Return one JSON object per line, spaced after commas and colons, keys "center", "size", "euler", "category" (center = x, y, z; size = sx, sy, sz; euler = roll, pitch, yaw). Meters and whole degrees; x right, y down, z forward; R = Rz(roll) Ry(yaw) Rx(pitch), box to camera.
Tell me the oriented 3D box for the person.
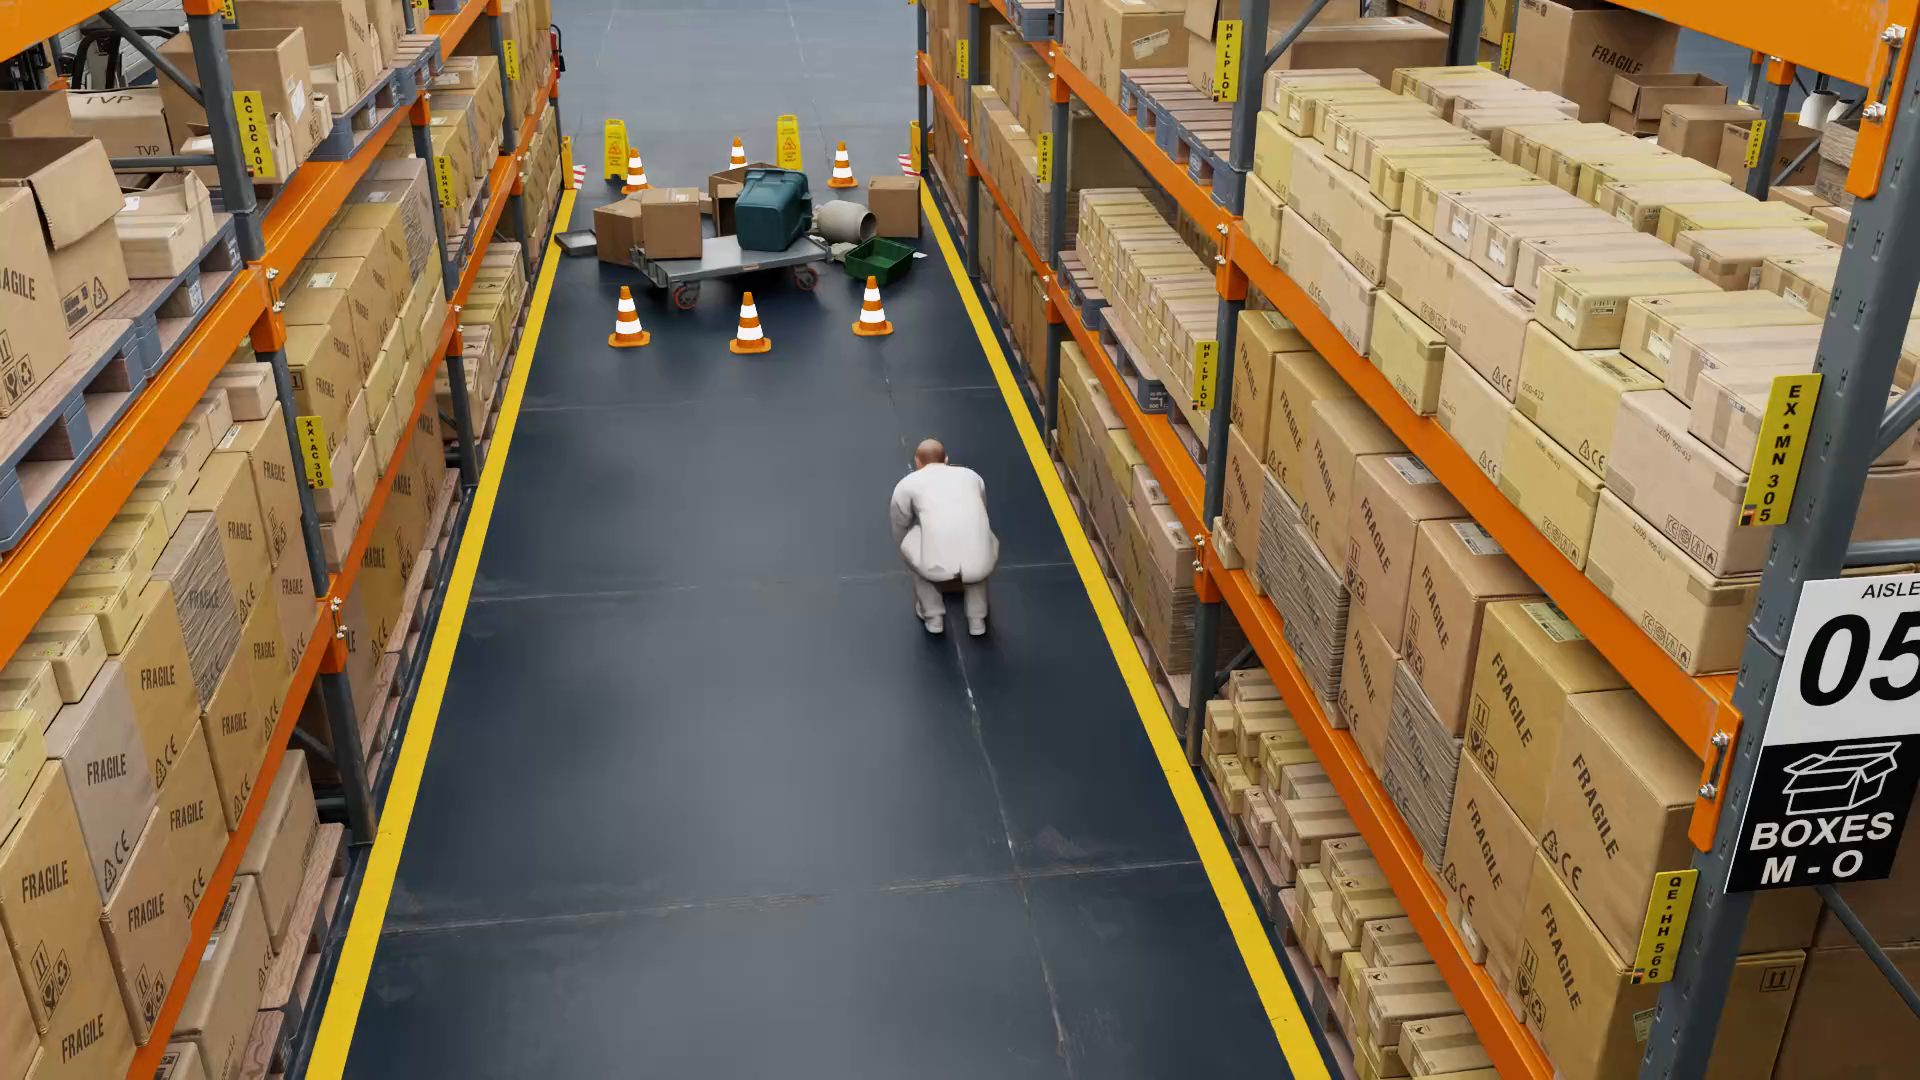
{"center": [-0.083, 0.005, 9.554], "size": [0.610, 0.941, 0.898], "euler": [-3, 27, -7], "category": "person"}
